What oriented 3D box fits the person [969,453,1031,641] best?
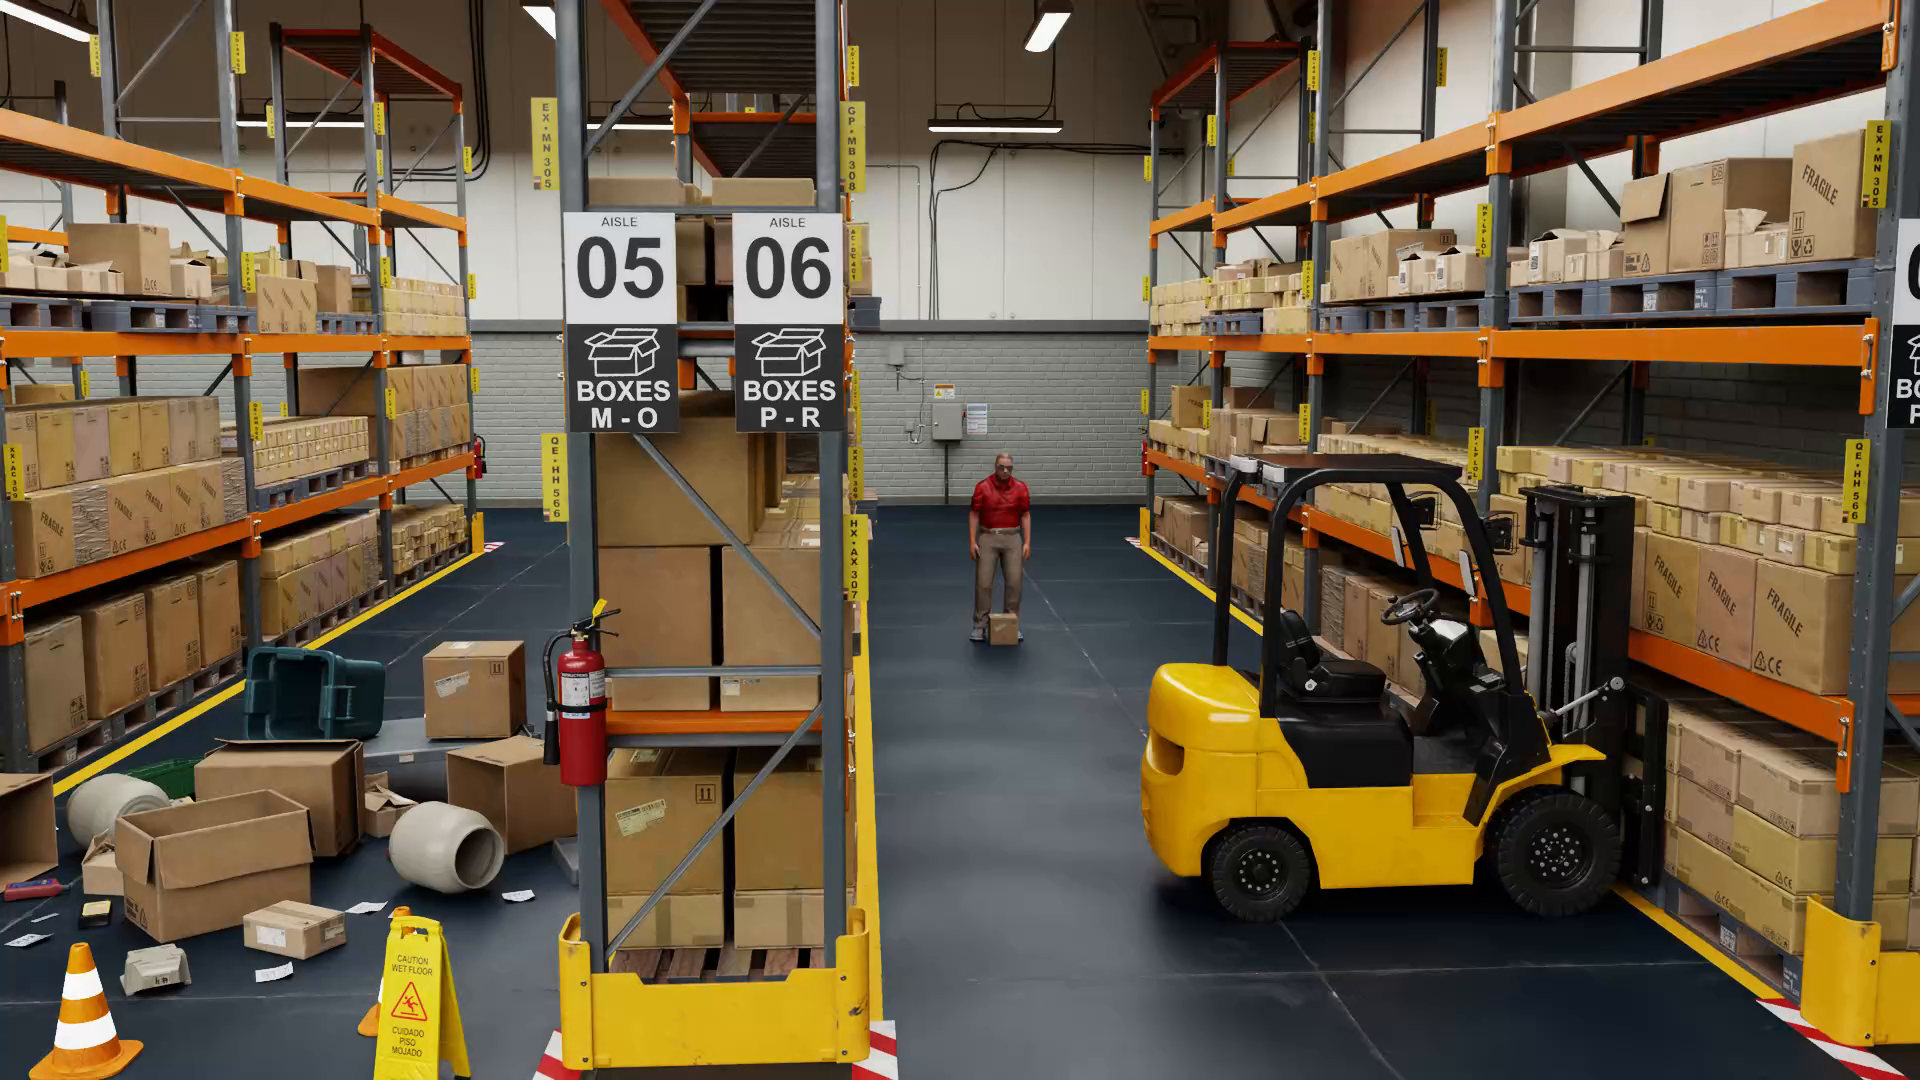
[{"bbox_3d":[0.370,0.052,15.366,0.590,1.725,0.392,-1,7,-6],"label":"person"}]
